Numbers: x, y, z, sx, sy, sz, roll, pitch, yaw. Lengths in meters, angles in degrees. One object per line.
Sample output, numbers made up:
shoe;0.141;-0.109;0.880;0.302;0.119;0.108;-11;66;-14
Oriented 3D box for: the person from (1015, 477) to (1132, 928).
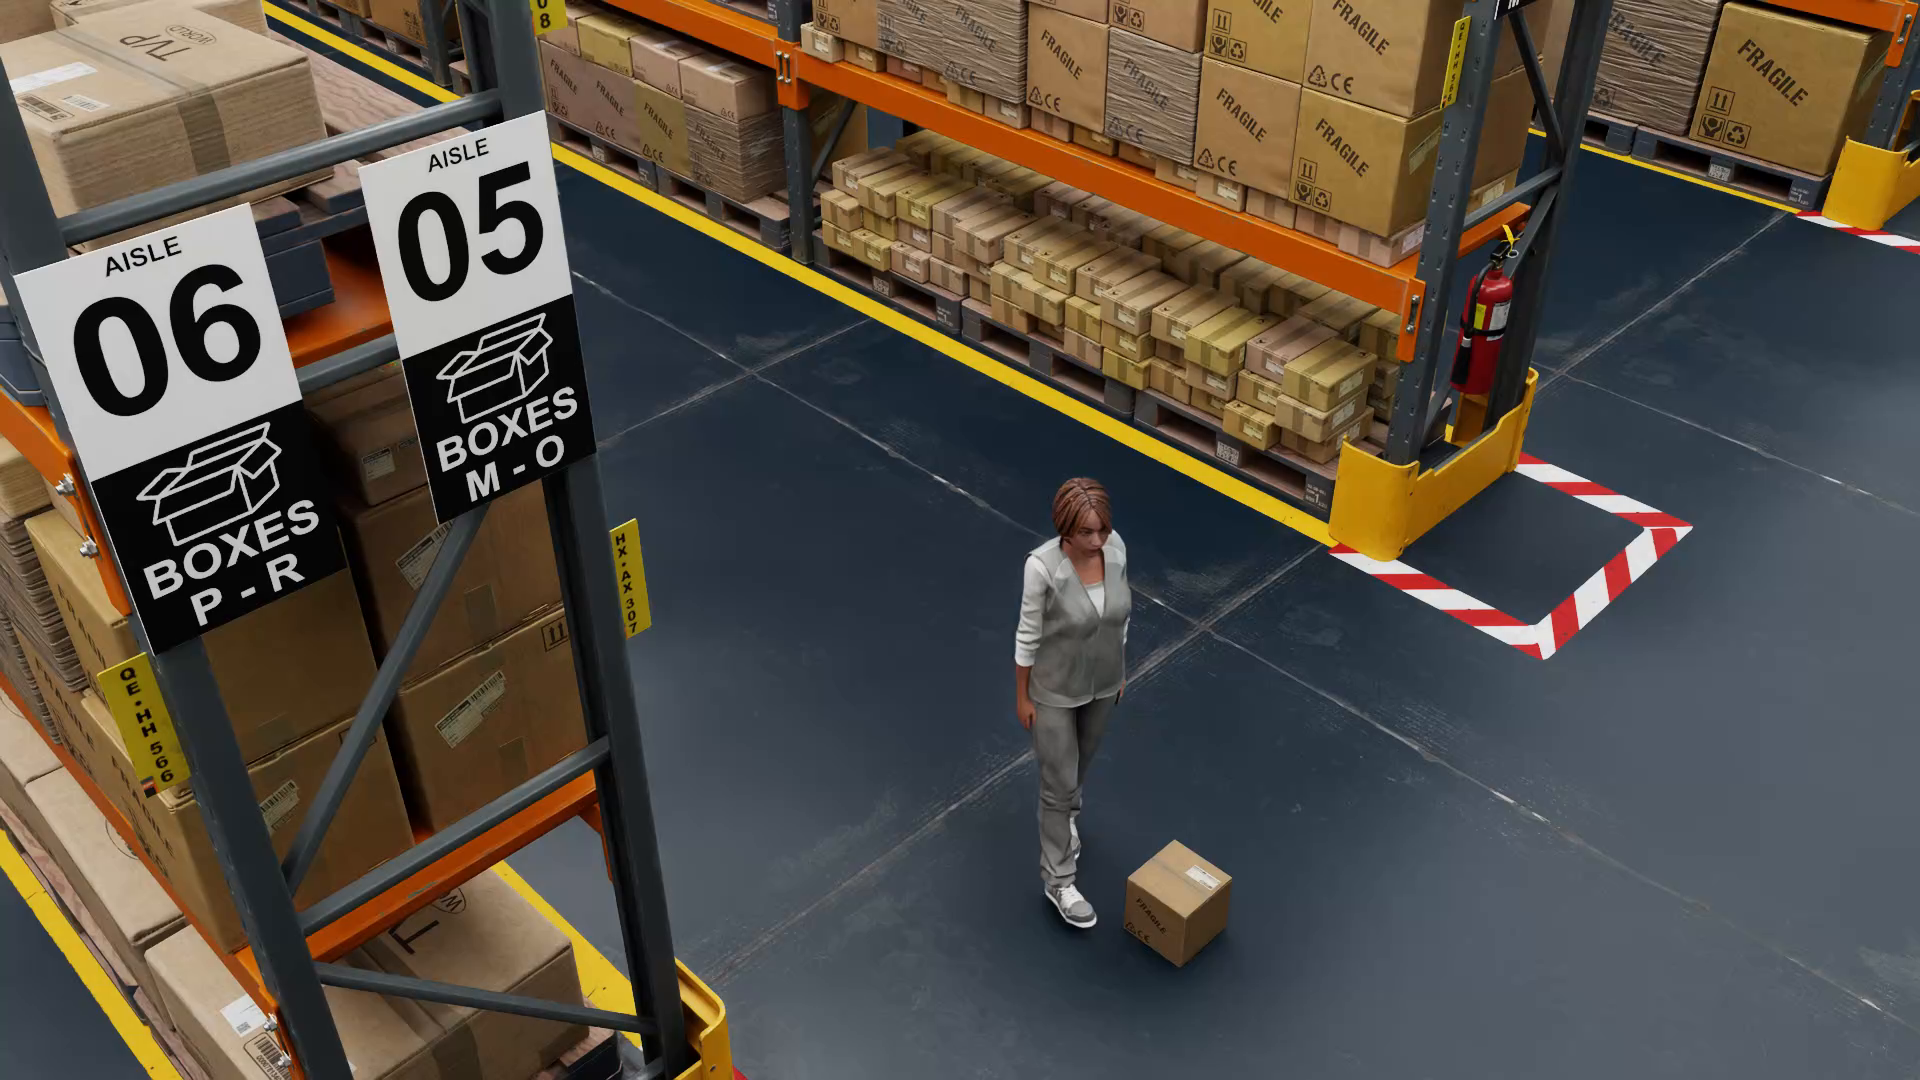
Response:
person;0.417;0.516;5.435;0.421;1.592;0.583;-18;40;-23
